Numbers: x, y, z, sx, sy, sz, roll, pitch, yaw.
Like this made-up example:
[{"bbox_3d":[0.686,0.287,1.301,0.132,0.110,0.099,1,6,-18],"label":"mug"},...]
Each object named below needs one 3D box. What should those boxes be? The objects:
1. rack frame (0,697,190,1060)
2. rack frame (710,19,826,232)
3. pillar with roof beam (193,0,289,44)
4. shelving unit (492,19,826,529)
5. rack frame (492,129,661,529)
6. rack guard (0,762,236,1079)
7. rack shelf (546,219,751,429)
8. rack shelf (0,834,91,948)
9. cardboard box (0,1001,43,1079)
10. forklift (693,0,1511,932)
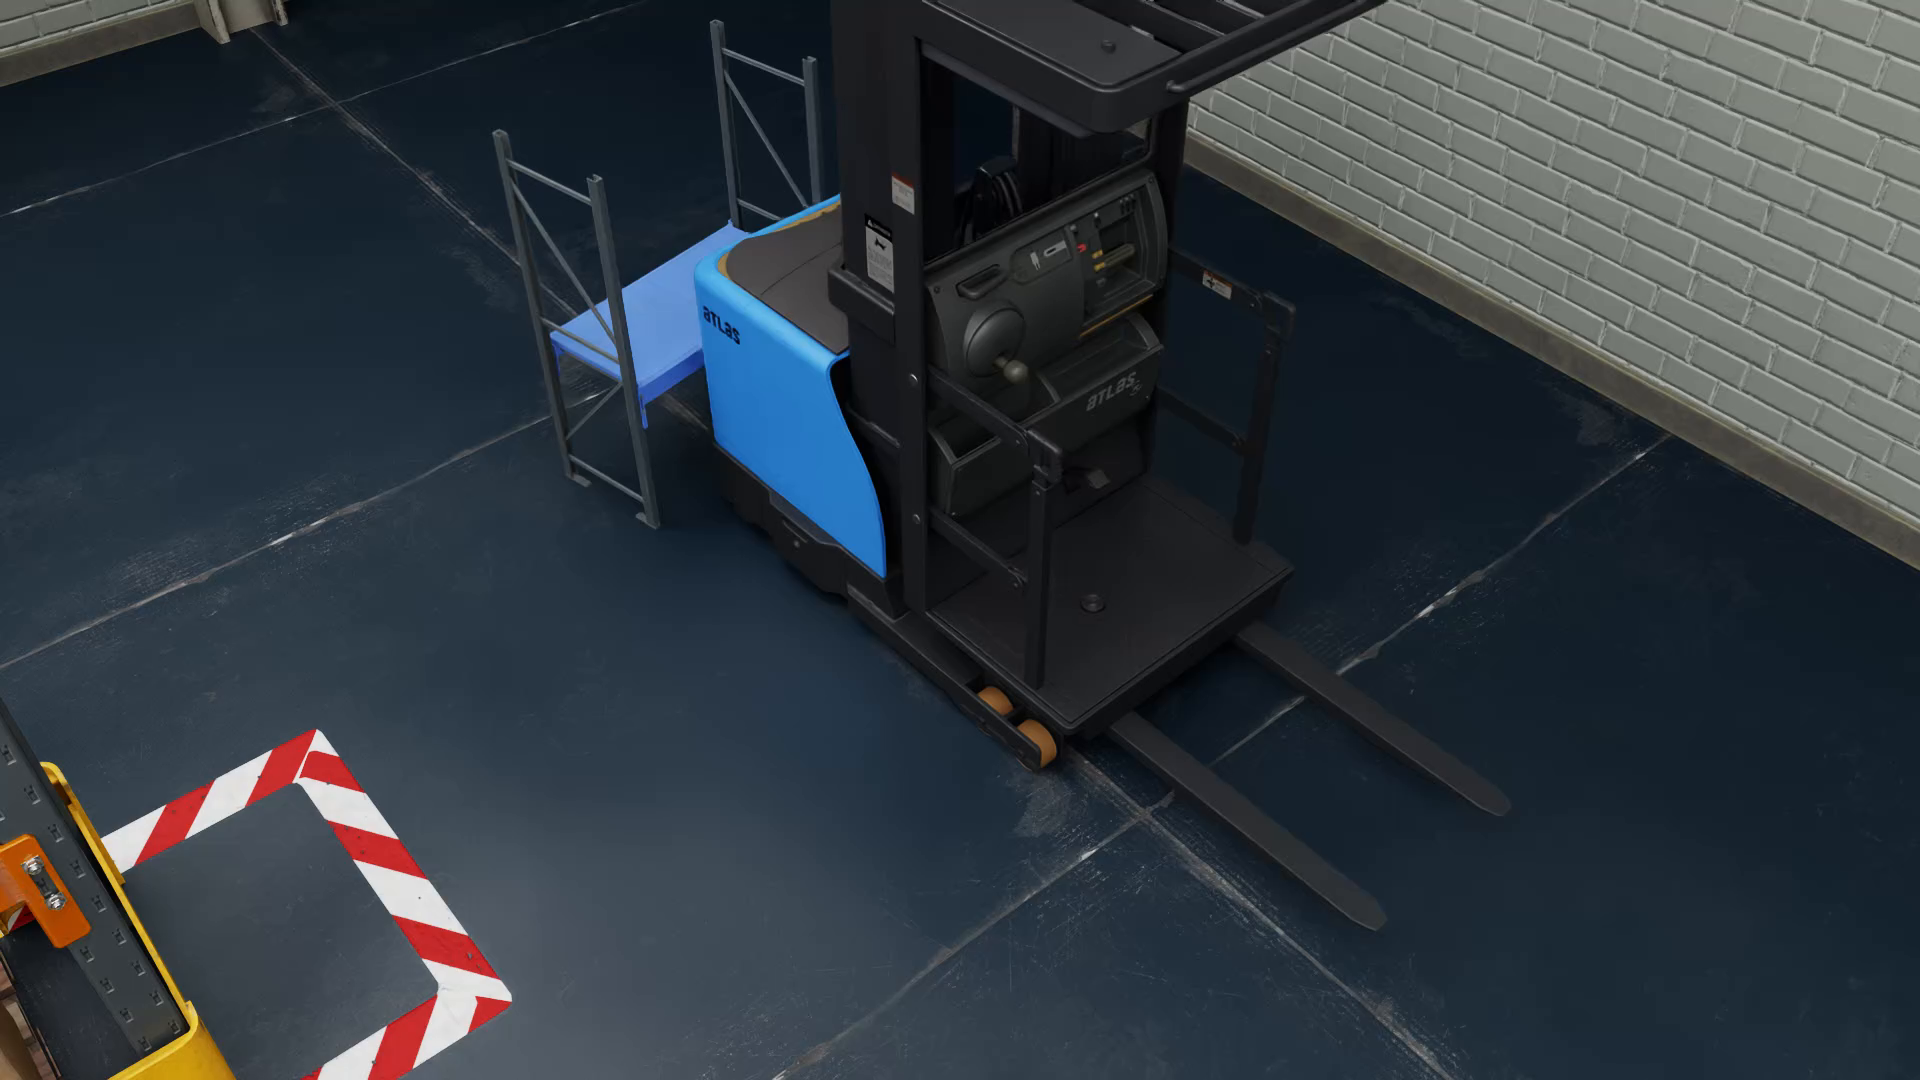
[{"bbox_3d":[-2.352,0.247,3.796,0.127,3.000,1.000,-30,51,-28],"label":"rack frame"},{"bbox_3d":[-0.709,-1.246,6.482,0.500,1.500,0.032,28,50,27],"label":"rack frame"},{"bbox_3d":[-1.255,-3.919,3.850,0.400,9.000,9.100,-30,51,-28],"label":"pillar with roof beam"},{"bbox_3d":[-1.024,-0.973,6.191,0.538,1.500,1.048,28,50,27],"label":"shelving unit"},{"bbox_3d":[-1.340,-0.700,5.900,0.500,1.500,0.032,28,50,27],"label":"rack frame"},{"bbox_3d":[-2.411,1.191,4.616,0.348,0.500,1.175,-30,51,-28],"label":"rack guard"},{"bbox_3d":[-1.024,-0.842,6.314,0.538,0.185,1.000,28,50,27],"label":"rack shelf"},{"bbox_3d":[-3.886,1.388,3.107,4.000,0.370,1.077,-30,51,-28],"label":"rack shelf"},{"bbox_3d":[-2.611,1.366,4.109,0.500,0.500,0.500,-30,51,-28],"label":"cardboard box"},{"bbox_3d":[0.422,-0.713,4.868,1.130,2.935,3.031,-32,52,-29],"label":"forklift"}]
